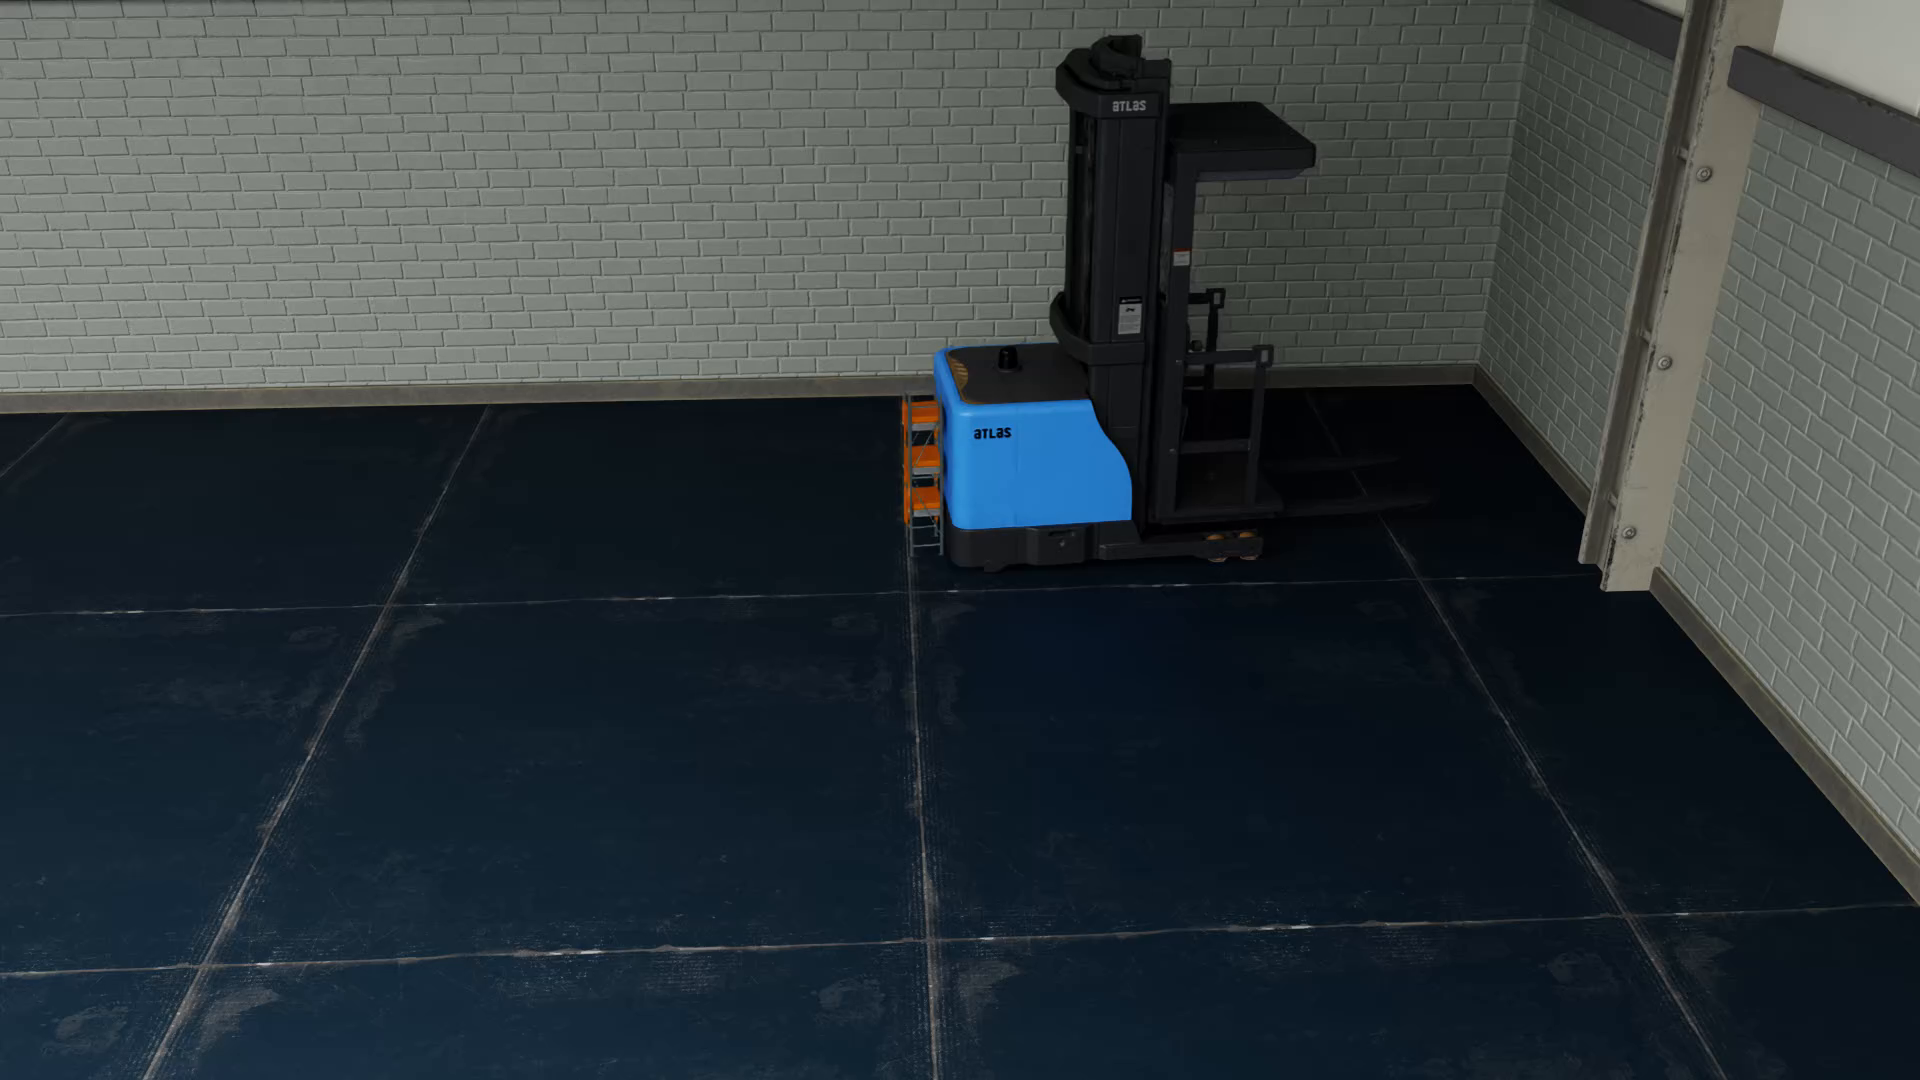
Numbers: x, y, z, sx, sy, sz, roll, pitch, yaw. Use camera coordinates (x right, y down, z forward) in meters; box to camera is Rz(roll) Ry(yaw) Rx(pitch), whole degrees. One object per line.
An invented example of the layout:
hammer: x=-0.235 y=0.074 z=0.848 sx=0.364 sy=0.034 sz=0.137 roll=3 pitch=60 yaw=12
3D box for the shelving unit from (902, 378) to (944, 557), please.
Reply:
shelving unit: x=-0.220 y=-0.425 z=9.929 sx=0.215 sy=1.050 sz=0.252 roll=-4 pitch=28 yaw=-8

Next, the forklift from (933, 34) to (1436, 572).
forklift: x=1.387 y=-1.404 z=9.773 sx=3.031 sy=2.935 sz=1.130 roll=-4 pitch=28 yaw=-7

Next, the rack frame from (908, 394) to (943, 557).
rack frame: x=-0.201 y=-0.369 z=9.822 sx=0.200 sy=1.050 sz=0.008 roll=-4 pitch=28 yaw=-8

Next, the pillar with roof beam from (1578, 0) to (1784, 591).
pillar with roof beam: x=-0.412 y=-3.683 z=7.580 sx=9.100 sy=9.000 sz=0.400 roll=-1 pitch=28 yaw=-3

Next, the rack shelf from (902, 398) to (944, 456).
rack shelf: x=-0.220 y=-0.667 z=9.803 sx=0.215 sy=0.259 sz=0.240 roll=-4 pitch=28 yaw=-8

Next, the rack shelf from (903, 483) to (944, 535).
rack shelf: x=-0.220 y=-0.169 z=10.063 sx=0.215 sy=0.259 sz=0.240 roll=-4 pitch=28 yaw=-8

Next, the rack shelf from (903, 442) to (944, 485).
rack shelf: x=-0.220 y=-0.415 z=9.934 sx=0.215 sy=0.259 sz=0.240 roll=-4 pitch=28 yaw=-8

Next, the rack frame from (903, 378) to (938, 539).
rack frame: x=-0.238 y=-0.481 z=10.036 sx=0.200 sy=1.050 sz=0.008 roll=-4 pitch=28 yaw=-8
